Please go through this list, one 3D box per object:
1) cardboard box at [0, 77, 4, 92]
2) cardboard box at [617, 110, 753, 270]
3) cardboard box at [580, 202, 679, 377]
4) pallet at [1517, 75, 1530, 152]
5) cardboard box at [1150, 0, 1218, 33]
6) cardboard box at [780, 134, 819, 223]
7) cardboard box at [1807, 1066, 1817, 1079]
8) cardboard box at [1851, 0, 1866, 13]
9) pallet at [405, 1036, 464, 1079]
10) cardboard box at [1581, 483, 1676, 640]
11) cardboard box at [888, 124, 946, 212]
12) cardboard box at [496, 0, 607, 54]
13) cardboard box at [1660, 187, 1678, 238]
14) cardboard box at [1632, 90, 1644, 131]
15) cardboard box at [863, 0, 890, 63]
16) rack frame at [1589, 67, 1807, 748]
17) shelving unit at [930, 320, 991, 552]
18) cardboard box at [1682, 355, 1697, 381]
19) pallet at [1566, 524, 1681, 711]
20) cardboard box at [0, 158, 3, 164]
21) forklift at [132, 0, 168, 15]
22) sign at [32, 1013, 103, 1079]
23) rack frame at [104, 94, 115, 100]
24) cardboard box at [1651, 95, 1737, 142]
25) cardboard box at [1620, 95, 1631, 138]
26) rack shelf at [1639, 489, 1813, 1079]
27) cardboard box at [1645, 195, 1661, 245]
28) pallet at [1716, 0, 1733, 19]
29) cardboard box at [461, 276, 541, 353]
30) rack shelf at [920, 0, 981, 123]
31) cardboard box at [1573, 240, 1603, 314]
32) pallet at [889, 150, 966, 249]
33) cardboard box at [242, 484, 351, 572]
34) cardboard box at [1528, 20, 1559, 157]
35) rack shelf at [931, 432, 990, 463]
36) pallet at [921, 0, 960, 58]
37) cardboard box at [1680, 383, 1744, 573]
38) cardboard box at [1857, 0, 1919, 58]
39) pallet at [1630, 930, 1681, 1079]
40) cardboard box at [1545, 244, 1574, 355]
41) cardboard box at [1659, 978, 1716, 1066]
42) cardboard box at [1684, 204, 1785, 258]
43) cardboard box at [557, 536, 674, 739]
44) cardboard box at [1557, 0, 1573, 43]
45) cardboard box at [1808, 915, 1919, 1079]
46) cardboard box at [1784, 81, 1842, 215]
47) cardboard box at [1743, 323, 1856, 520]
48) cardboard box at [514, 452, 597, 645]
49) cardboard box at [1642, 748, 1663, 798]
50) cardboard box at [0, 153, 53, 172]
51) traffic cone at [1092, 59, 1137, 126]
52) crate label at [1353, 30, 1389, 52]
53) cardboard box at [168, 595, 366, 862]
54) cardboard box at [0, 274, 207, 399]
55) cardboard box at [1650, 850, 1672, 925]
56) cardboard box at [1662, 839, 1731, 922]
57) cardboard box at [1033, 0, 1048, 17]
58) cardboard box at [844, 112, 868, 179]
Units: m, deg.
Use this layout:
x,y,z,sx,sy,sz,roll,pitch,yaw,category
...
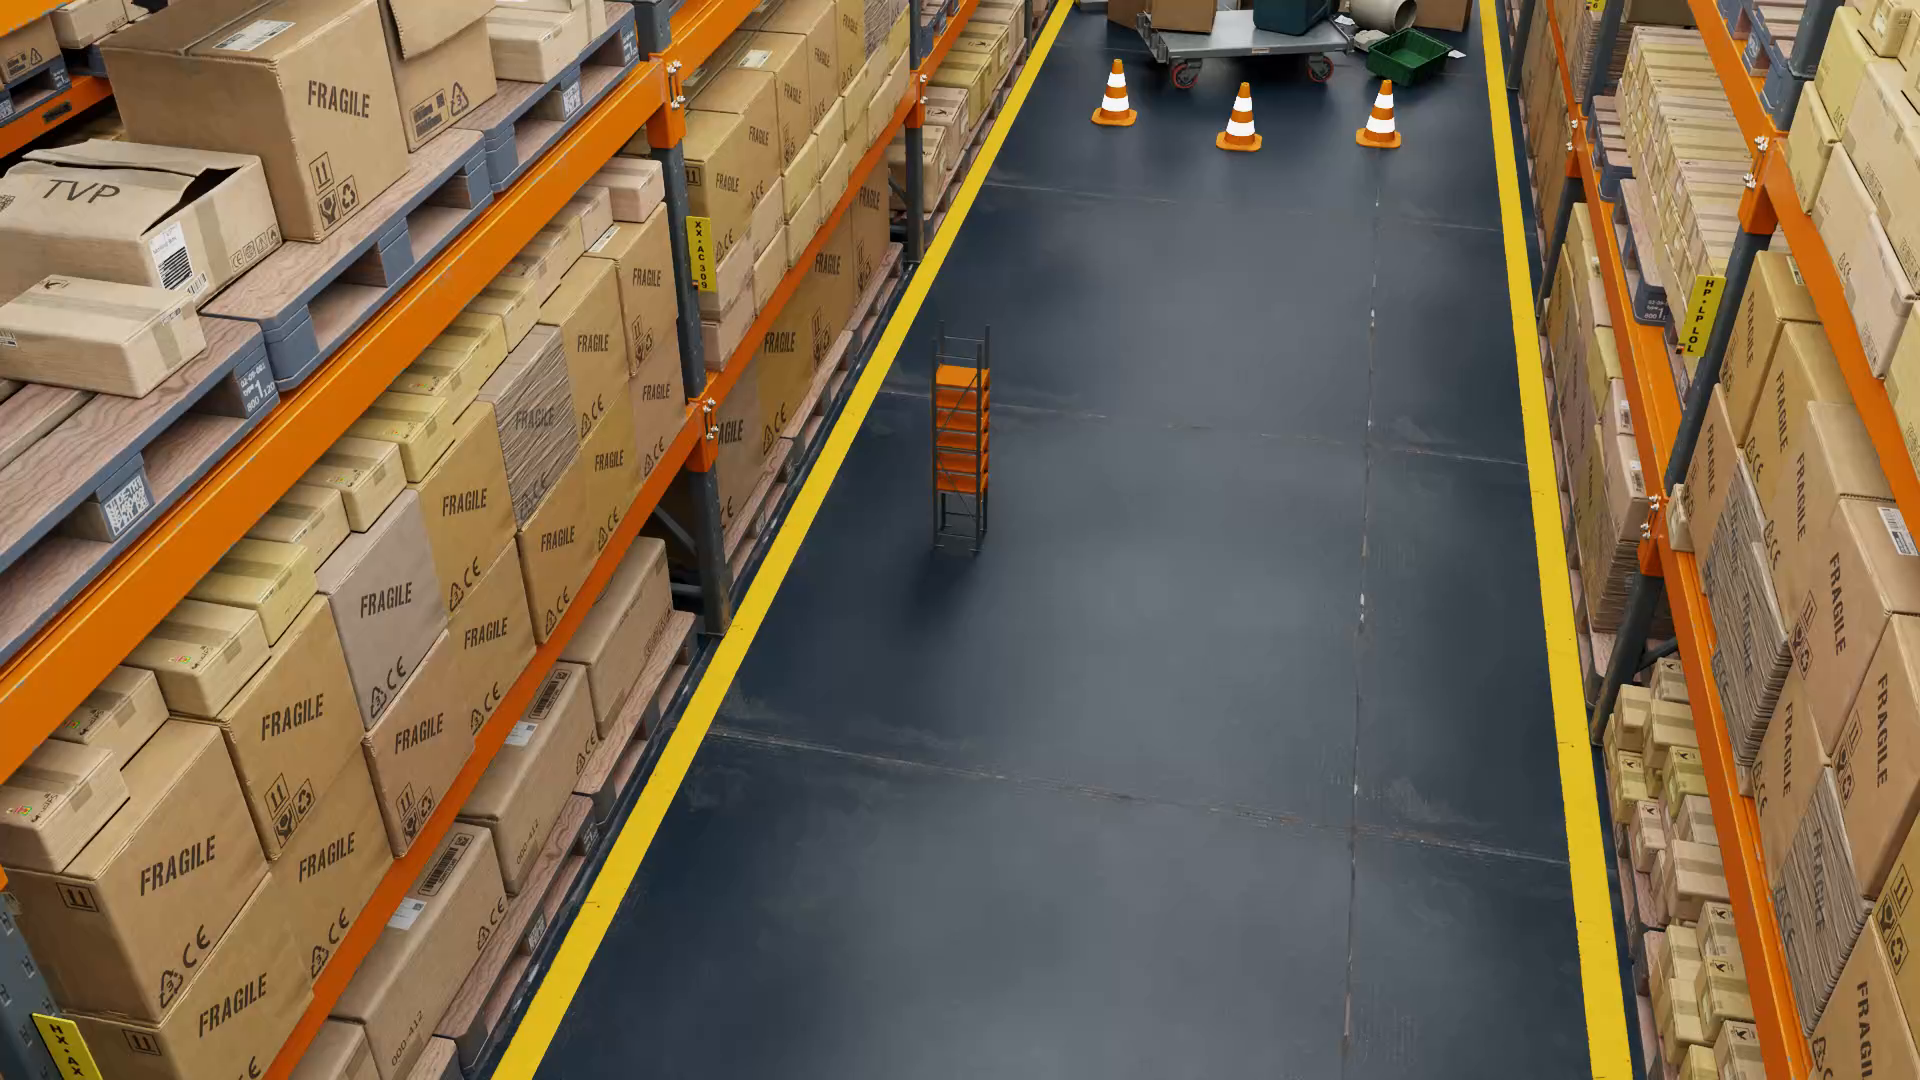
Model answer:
x,y,z,sx,sy,sz,roll,pitch,yaw,category
-5.844,-2.674,9.210,0.700,0.500,0.500,7,37,10,cardboard box
-1.219,-1.509,7.108,0.500,0.500,0.500,8,37,11,cardboard box
-1.425,-0.987,6.389,0.500,0.500,0.500,7,37,10,cardboard box
4.881,-3.290,12.880,1.003,0.211,1.213,7,37,10,pallet
1.860,-4.522,13.688,0.500,0.500,0.500,7,37,10,cardboard box
-1.007,-1.794,8.141,0.500,0.250,0.500,8,37,11,cardboard box
2.363,1.455,4.170,0.380,0.149,0.250,8,37,11,cardboard box
2.965,-1.666,5.068,0.380,0.149,0.250,7,36,9,cardboard box
-2.354,2.107,5.433,1.003,0.211,1.213,7,37,10,pallet
3.176,0.102,7.596,0.500,0.500,0.500,7,36,9,cardboard box
-0.609,-2.569,11.390,0.950,0.372,0.625,5,36,7,cardboard box
-1.418,-1.811,5.579,0.396,0.266,0.258,8,37,11,cardboard box
3.434,-1.482,7.612,0.380,0.149,0.250,7,37,10,cardboard box
3.709,-2.205,8.610,0.380,0.149,0.250,6,36,9,cardboard box
-0.696,-2.961,9.113,0.500,0.500,0.500,8,37,11,cardboard box
3.264,-0.284,6.357,1.000,3.000,0.127,7,37,10,rack frame
0.003,-0.494,8.179,0.258,1.200,0.189,7,37,10,shelving unit
3.210,-0.754,6.861,0.380,0.149,0.250,8,37,10,cardboard box
3.428,0.398,7.791,1.003,0.211,1.213,7,37,10,pallet
-6.220,-2.319,10.384,0.380,0.149,0.250,7,36,9,cardboard box
-2.962,-1.701,8.369,1.130,2.935,3.031,7,37,10,forklift
-1.907,1.137,3.591,0.100,0.325,0.005,7,37,10,sign
-5.589,-3.760,11.152,1.000,3.000,0.127,7,37,10,rack frame
3.605,-2.045,8.134,0.380,0.149,0.250,9,37,12,cardboard box
3.768,-2.261,8.940,0.380,0.149,0.250,9,37,12,cardboard box
2.836,1.153,4.986,1.077,0.370,4.000,7,37,10,rack shelf
3.487,-1.505,7.897,0.380,0.149,0.250,6,36,8,cardboard box
3.718,-2.358,6.822,1.213,0.211,1.003,7,37,10,pallet
-1.629,-0.764,5.528,0.380,0.149,0.250,7,37,10,cardboard box
-0.312,-3.995,12.090,1.077,0.370,4.000,7,37,10,rack shelf
3.626,-1.383,9.006,0.500,0.250,0.500,7,37,9,cardboard box
-0.571,-2.459,11.733,1.003,0.211,1.213,7,37,10,pallet
-1.905,-0.035,4.522,0.380,0.149,0.250,8,37,10,cardboard box
4.718,-3.210,11.953,1.050,0.750,0.750,7,37,10,cardboard box
0.003,-0.458,8.206,0.258,0.103,0.180,7,37,10,rack shelf
-0.691,-3.484,10.935,1.213,0.211,1.003,7,37,10,pallet
2.912,-0.193,5.892,0.500,0.500,0.500,7,36,9,cardboard box
2.874,-1.514,4.859,0.380,0.149,0.250,6,36,8,cardboard box
2.896,1.936,5.670,1.003,0.211,1.213,7,37,10,pallet
3.718,-1.362,9.615,0.500,0.500,0.500,6,36,8,cardboard box
2.555,1.632,5.531,0.380,0.149,0.250,8,37,10,cardboard box
3.328,-1.301,7.108,0.380,0.149,0.250,7,37,10,cardboard box
-1.833,0.367,7.283,0.875,0.438,0.875,7,36,9,cardboard box
4.167,-3.482,10.684,0.500,0.500,0.500,7,36,9,cardboard box
2.369,1.263,3.882,0.500,0.500,0.500,7,36,9,cardboard box
2.907,-1.206,5.200,0.500,0.250,0.500,9,37,12,cardboard box
2.833,-0.323,5.219,0.500,0.500,0.500,6,36,9,cardboard box
-1.641,-0.004,5.884,0.500,0.500,0.500,7,36,9,cardboard box
2.907,0.903,6.536,0.380,0.149,0.250,8,37,10,cardboard box
-5.728,-2.271,10.317,0.380,0.149,0.250,7,36,9,cardboard box
1.218,-3.520,12.982,0.336,0.463,0.334,7,37,10,traffic cone
3.550,-4.296,14.331,0.298,0.136,0.250,-17,39,-22,crate label
-1.964,0.464,4.386,0.500,0.500,0.500,6,36,9,cardboard box
-1.991,-0.472,3.830,0.380,0.149,0.250,9,37,12,cardboard box
2.807,1.322,6.212,0.380,0.149,0.250,7,36,9,cardboard box
2.697,1.220,5.845,0.380,0.149,0.250,8,37,11,cardboard box
0.505,-4.794,14.564,0.500,0.250,0.500,6,36,8,cardboard box
-0.811,-2.175,9.093,0.500,0.250,0.500,7,37,9,cardboard box
